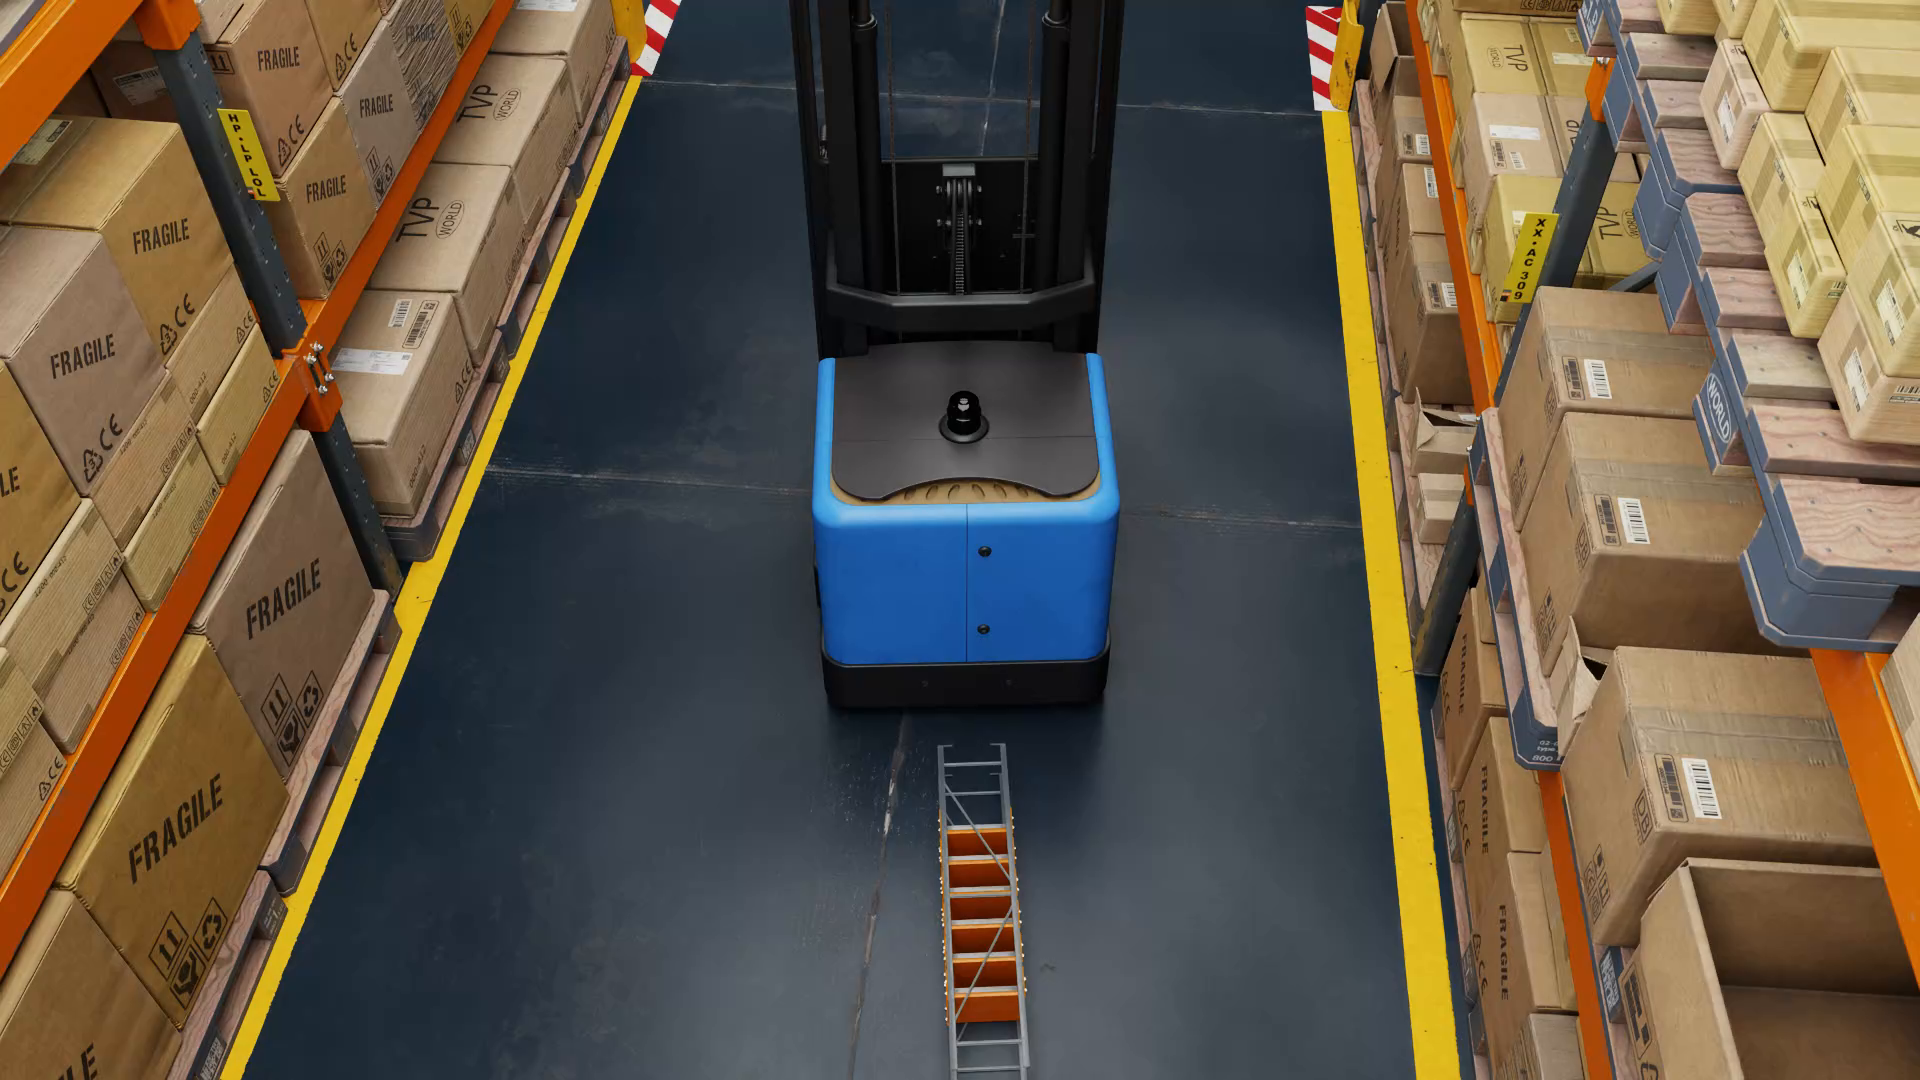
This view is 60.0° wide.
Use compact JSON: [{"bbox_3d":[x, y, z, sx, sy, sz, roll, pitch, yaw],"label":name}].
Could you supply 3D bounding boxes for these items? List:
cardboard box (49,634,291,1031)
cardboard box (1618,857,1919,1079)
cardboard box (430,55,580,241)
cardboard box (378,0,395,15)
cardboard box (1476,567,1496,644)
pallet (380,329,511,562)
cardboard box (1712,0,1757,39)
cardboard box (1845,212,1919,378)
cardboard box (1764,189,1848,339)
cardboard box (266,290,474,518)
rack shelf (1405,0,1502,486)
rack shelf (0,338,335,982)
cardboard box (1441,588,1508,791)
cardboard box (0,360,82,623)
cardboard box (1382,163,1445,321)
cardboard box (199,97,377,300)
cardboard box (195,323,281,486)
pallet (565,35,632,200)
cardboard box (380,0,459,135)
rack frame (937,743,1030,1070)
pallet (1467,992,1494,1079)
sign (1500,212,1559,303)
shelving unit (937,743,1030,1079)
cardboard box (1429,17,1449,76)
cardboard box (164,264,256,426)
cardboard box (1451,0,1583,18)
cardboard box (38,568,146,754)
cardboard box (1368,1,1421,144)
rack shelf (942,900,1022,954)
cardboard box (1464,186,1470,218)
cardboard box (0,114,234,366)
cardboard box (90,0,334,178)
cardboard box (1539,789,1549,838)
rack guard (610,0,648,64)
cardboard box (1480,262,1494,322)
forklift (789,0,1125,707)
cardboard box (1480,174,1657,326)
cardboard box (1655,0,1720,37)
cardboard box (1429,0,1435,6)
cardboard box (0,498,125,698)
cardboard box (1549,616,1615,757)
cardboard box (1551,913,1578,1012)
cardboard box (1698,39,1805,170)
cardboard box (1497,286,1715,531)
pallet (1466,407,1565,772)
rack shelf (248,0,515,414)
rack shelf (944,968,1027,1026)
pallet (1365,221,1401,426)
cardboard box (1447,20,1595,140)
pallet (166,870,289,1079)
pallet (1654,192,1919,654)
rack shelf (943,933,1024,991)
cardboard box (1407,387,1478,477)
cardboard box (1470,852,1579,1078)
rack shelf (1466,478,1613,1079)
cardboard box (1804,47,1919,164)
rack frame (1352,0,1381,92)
[{"bbox_3d":[-2.769,0.861,5.111,0.875,0.875,0.875,5,48,5],"label":"cardboard box"},{"bbox_3d":[1.826,1.042,3.435,0.797,0.503,0.637,3,48,3],"label":"cardboard box"},{"bbox_3d":[-2.389,-1.891,7.925,0.875,0.438,0.875,5,48,5],"label":"cardboard box"},{"bbox_3d":[-2.323,-2.291,6.093,0.500,0.500,0.500,5,48,4],"label":"cardboard box"},{"bbox_3d":[1.928,0.220,5.512,0.380,0.149,0.250,6,48,5],"label":"cardboard box"},{"bbox_3d":[-2.570,-0.452,7.046,1.003,0.211,1.213,4,48,4],"label":"pallet"},{"bbox_3d":[1.743,-1.138,3.367,0.380,0.149,0.250,3,48,3],"label":"cardboard box"},{"bbox_3d":[1.680,-0.387,2.680,0.380,0.149,0.250,4,48,4],"label":"cardboard box"},{"bbox_3d":[1.680,-0.482,2.969,0.380,0.149,0.250,5,48,4],"label":"cardboard box"},{"bbox_3d":[-2.554,-0.571,6.717,0.875,0.438,0.875,3,48,3],"label":"cardboard box"},{"bbox_3d":[2.408,-1.736,6.818,1.077,0.370,4.000,4,48,4],"label":"rack shelf"},{"bbox_3d":[-2.900,0.873,4.432,1.077,0.370,4.000,4,48,4],"label":"rack shelf"},{"bbox_3d":[1.958,0.534,5.665,0.500,0.500,0.500,6,48,5],"label":"cardboard box"},{"bbox_3d":[-2.614,-0.114,4.102,0.500,0.500,0.500,5,48,5],"label":"cardboard box"},{"bbox_3d":[2.176,-1.296,7.338,0.500,0.500,0.500,5,48,4],"label":"cardboard box"},{"bbox_3d":[-2.414,-1.201,5.774,0.500,0.500,0.500,5,48,5],"label":"cardboard box"},{"bbox_3d":[-2.508,-0.443,5.250,0.500,0.250,0.500,3,48,3],"label":"cardboard box"},{"bbox_3d":[-2.348,-2.245,8.686,1.003,0.211,1.213,4,48,4],"label":"pallet"},{"bbox_3d":[-2.313,-1.935,6.445,0.500,0.500,0.500,4,48,4],"label":"cardboard box"},{"bbox_3d":[0.067,1.163,5.457,0.240,0.006,1.200,-2,48,-2],"label":"rack frame"},{"bbox_3d":[2.081,1.932,4.866,1.003,0.211,1.213,4,48,4],"label":"pallet"},{"bbox_3d":[1.685,-0.832,4.917,0.100,0.325,0.005,4,48,4],"label":"sign"},{"bbox_3d":[0.067,1.225,5.524,0.258,0.189,1.200,-2,48,-2],"label":"shelving unit"},{"bbox_3d":[2.116,-2.002,6.744,0.380,0.149,0.250,5,48,4],"label":"cardboard box"},{"bbox_3d":[-2.516,-0.618,5.071,0.500,0.250,0.500,4,48,3],"label":"cardboard box"},{"bbox_3d":[2.144,-2.333,6.269,0.500,0.500,0.500,5,48,5],"label":"cardboard box"},{"bbox_3d":[-2.620,0.301,4.569,0.500,0.250,0.500,3,48,2],"label":"cardboard box"},{"bbox_3d":[2.440,-2.304,8.258,0.797,0.503,0.637,2,48,2],"label":"cardboard box"},{"bbox_3d":[0.070,1.281,5.473,0.258,0.180,0.103,-2,48,-2],"label":"rack shelf"},{"bbox_3d":[2.056,-1.252,6.058,0.380,0.149,0.250,5,48,5],"label":"cardboard box"},{"bbox_3d":[-2.508,-0.866,4.790,0.500,0.500,0.500,5,48,5],"label":"cardboard box"},{"bbox_3d":[-2.433,-1.545,5.411,0.500,0.500,0.500,4,48,4],"label":"cardboard box"},{"bbox_3d":[1.956,0.820,4.963,0.380,0.149,0.250,3,48,3],"label":"cardboard box"},{"bbox_3d":[-2.351,-2.953,9.138,1.175,0.500,0.348,4,48,4],"label":"rack guard"},{"bbox_3d":[2.005,-0.868,5.707,0.380,0.149,0.250,5,48,5],"label":"cardboard box"},{"bbox_3d":[-0.017,-1.450,6.116,1.130,2.935,3.031,-1,48,-1],"label":"forklift"},{"bbox_3d":[2.029,-0.949,5.511,0.500,0.250,0.500,5,48,5],"label":"cardboard box"},{"bbox_3d":[1.744,-1.231,3.654,0.380,0.149,0.250,4,48,4],"label":"cardboard box"},{"bbox_3d":[2.192,-2.439,6.874,0.500,0.250,0.500,3,48,3],"label":"cardboard box"},{"bbox_3d":[-2.595,0.131,4.386,0.500,0.250,0.500,5,48,4],"label":"cardboard box"},{"bbox_3d":[1.717,0.390,4.193,0.396,0.266,0.258,6,48,5],"label":"cardboard box"},{"bbox_3d":[1.871,1.184,4.630,0.380,0.149,0.250,5,48,5],"label":"cardboard box"},{"bbox_3d":[1.711,-0.858,3.313,0.380,0.149,0.250,4,48,4],"label":"cardboard box"},{"bbox_3d":[1.959,-0.344,4.705,0.700,0.500,0.500,5,48,5],"label":"cardboard box"},{"bbox_3d":[2.044,0.136,4.749,1.003,0.211,1.213,4,48,4],"label":"pallet"},{"bbox_3d":[-2.535,-2.067,7.121,1.077,0.370,4.000,4,48,4],"label":"rack shelf"},{"bbox_3d":[0.081,1.458,5.312,0.258,0.180,0.103,-2,48,-2],"label":"rack shelf"},{"bbox_3d":[2.398,-0.971,7.521,1.003,0.211,1.213,4,48,4],"label":"pallet"},{"bbox_3d":[2.119,-1.684,6.183,0.500,0.250,0.500,4,48,3],"label":"cardboard box"},{"bbox_3d":[-2.822,1.572,5.195,1.003,0.211,1.213,4,48,4],"label":"pallet"},{"bbox_3d":[2.005,-0.221,3.040,1.213,0.211,1.003,4,48,4],"label":"pallet"},{"bbox_3d":[0.075,1.369,5.392,0.258,0.180,0.103,-2,48,-2],"label":"rack shelf"},{"bbox_3d":[2.016,-0.419,6.695,0.396,0.266,0.258,5,48,5],"label":"cardboard box"},{"bbox_3d":[1.869,1.292,4.971,0.500,0.500,0.500,3,48,2],"label":"cardboard box"},{"bbox_3d":[2.043,1.204,4.130,1.077,0.370,4.000,4,48,4],"label":"rack shelf"},{"bbox_3d":[1.781,-0.755,3.017,0.380,0.149,0.250,4,48,4],"label":"cardboard box"},{"bbox_3d":[2.590,-3.448,7.897,1.000,3.000,0.127,4,48,4],"label":"rack frame"}]
